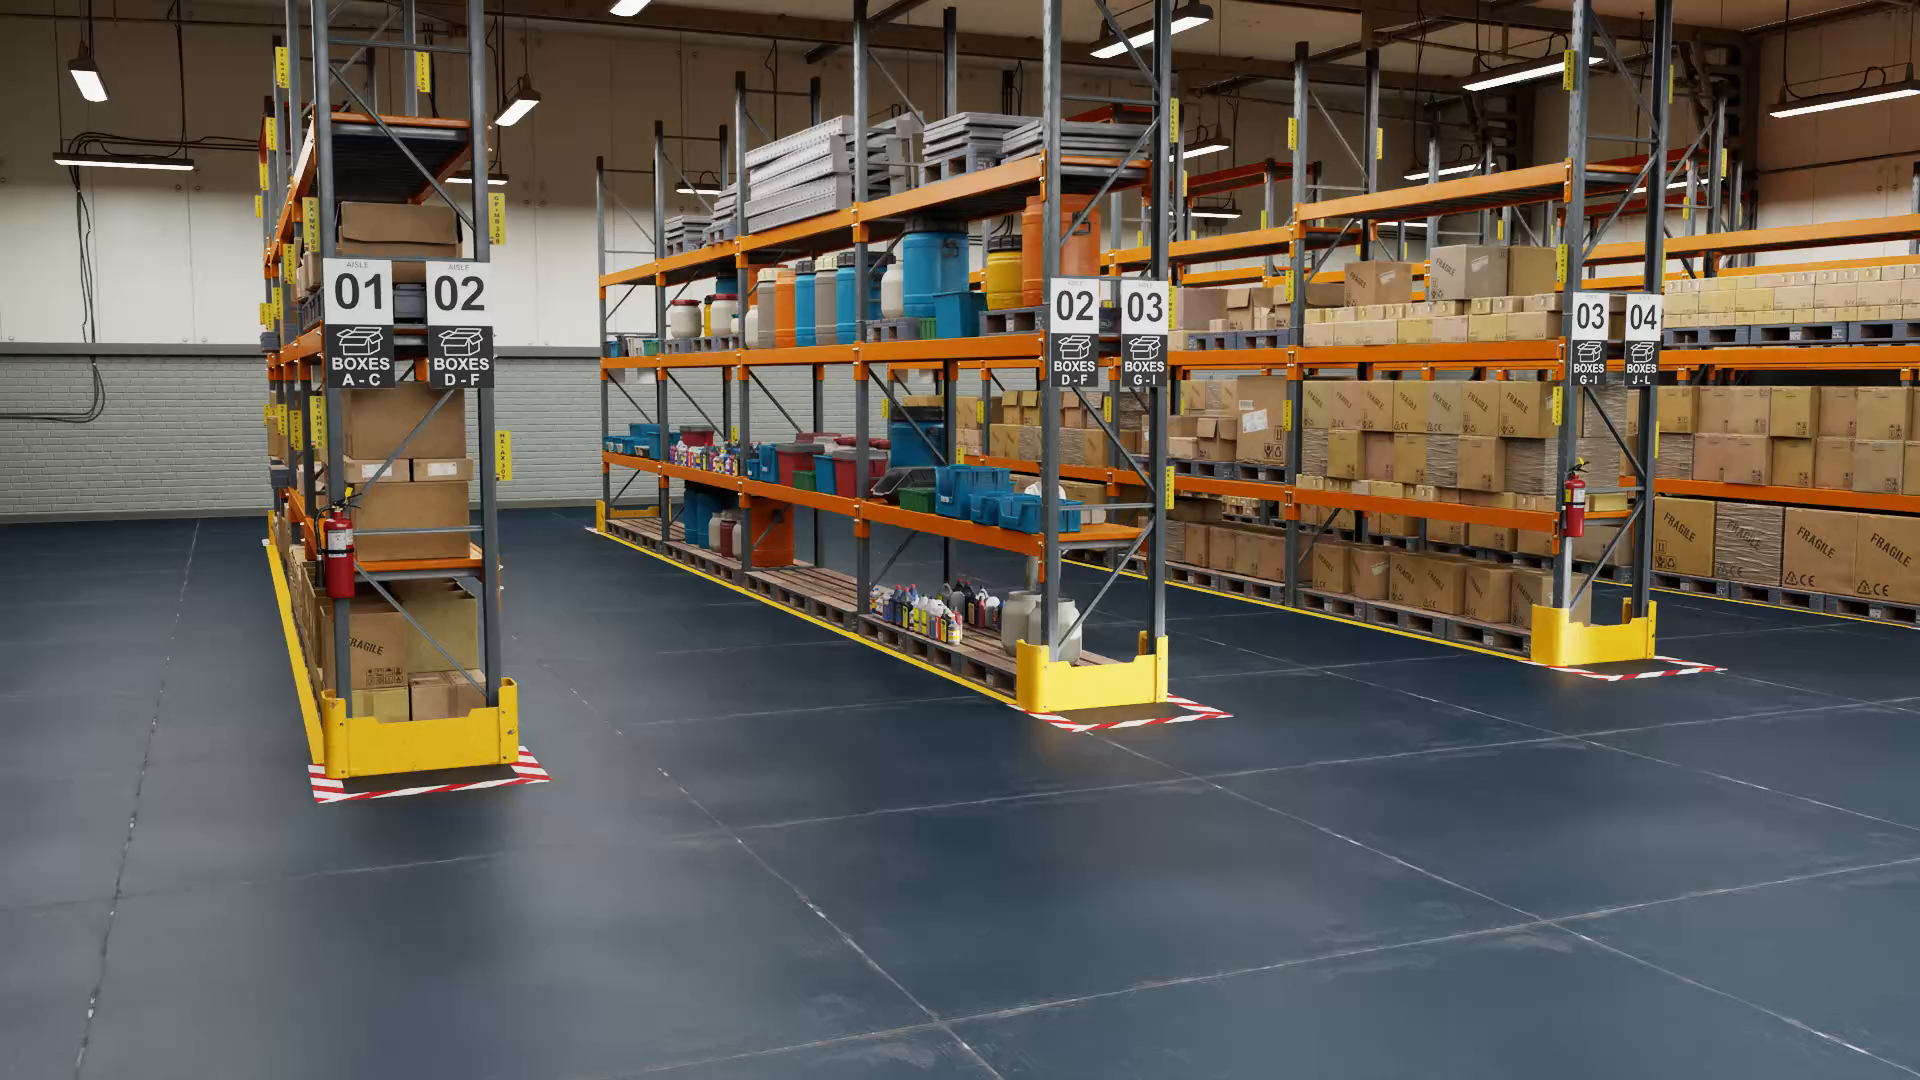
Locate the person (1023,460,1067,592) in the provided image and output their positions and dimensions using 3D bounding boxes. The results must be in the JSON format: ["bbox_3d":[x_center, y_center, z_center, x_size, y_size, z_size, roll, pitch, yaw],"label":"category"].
[{"bbox_3d":[0.853,0.011,16.870,0.529,1.663,0.373,-1,6,-15],"label":"person"}]
